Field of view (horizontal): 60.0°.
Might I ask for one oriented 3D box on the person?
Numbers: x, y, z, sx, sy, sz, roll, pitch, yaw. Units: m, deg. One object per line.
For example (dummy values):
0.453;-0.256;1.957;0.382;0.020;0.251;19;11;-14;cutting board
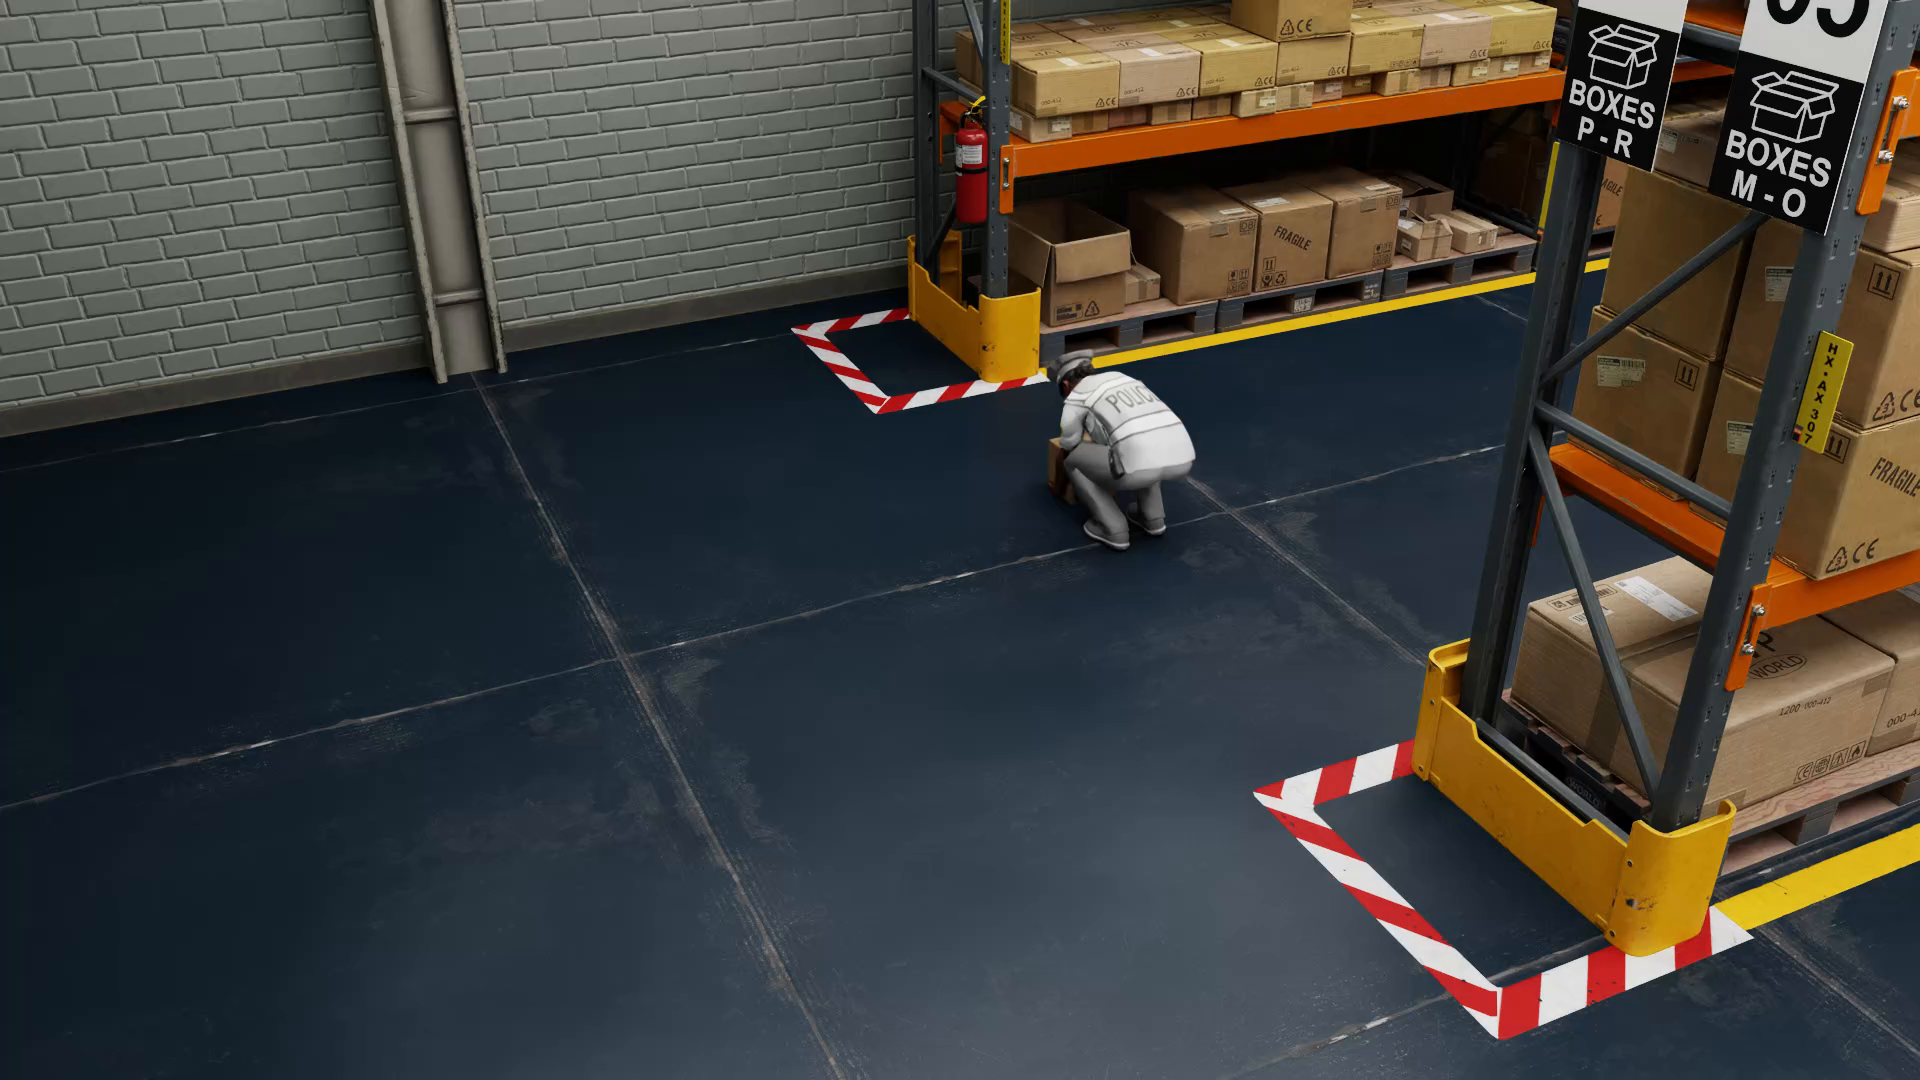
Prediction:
0.720;-0.421;7.812;0.454;0.787;0.915;-14;32;-23;person
